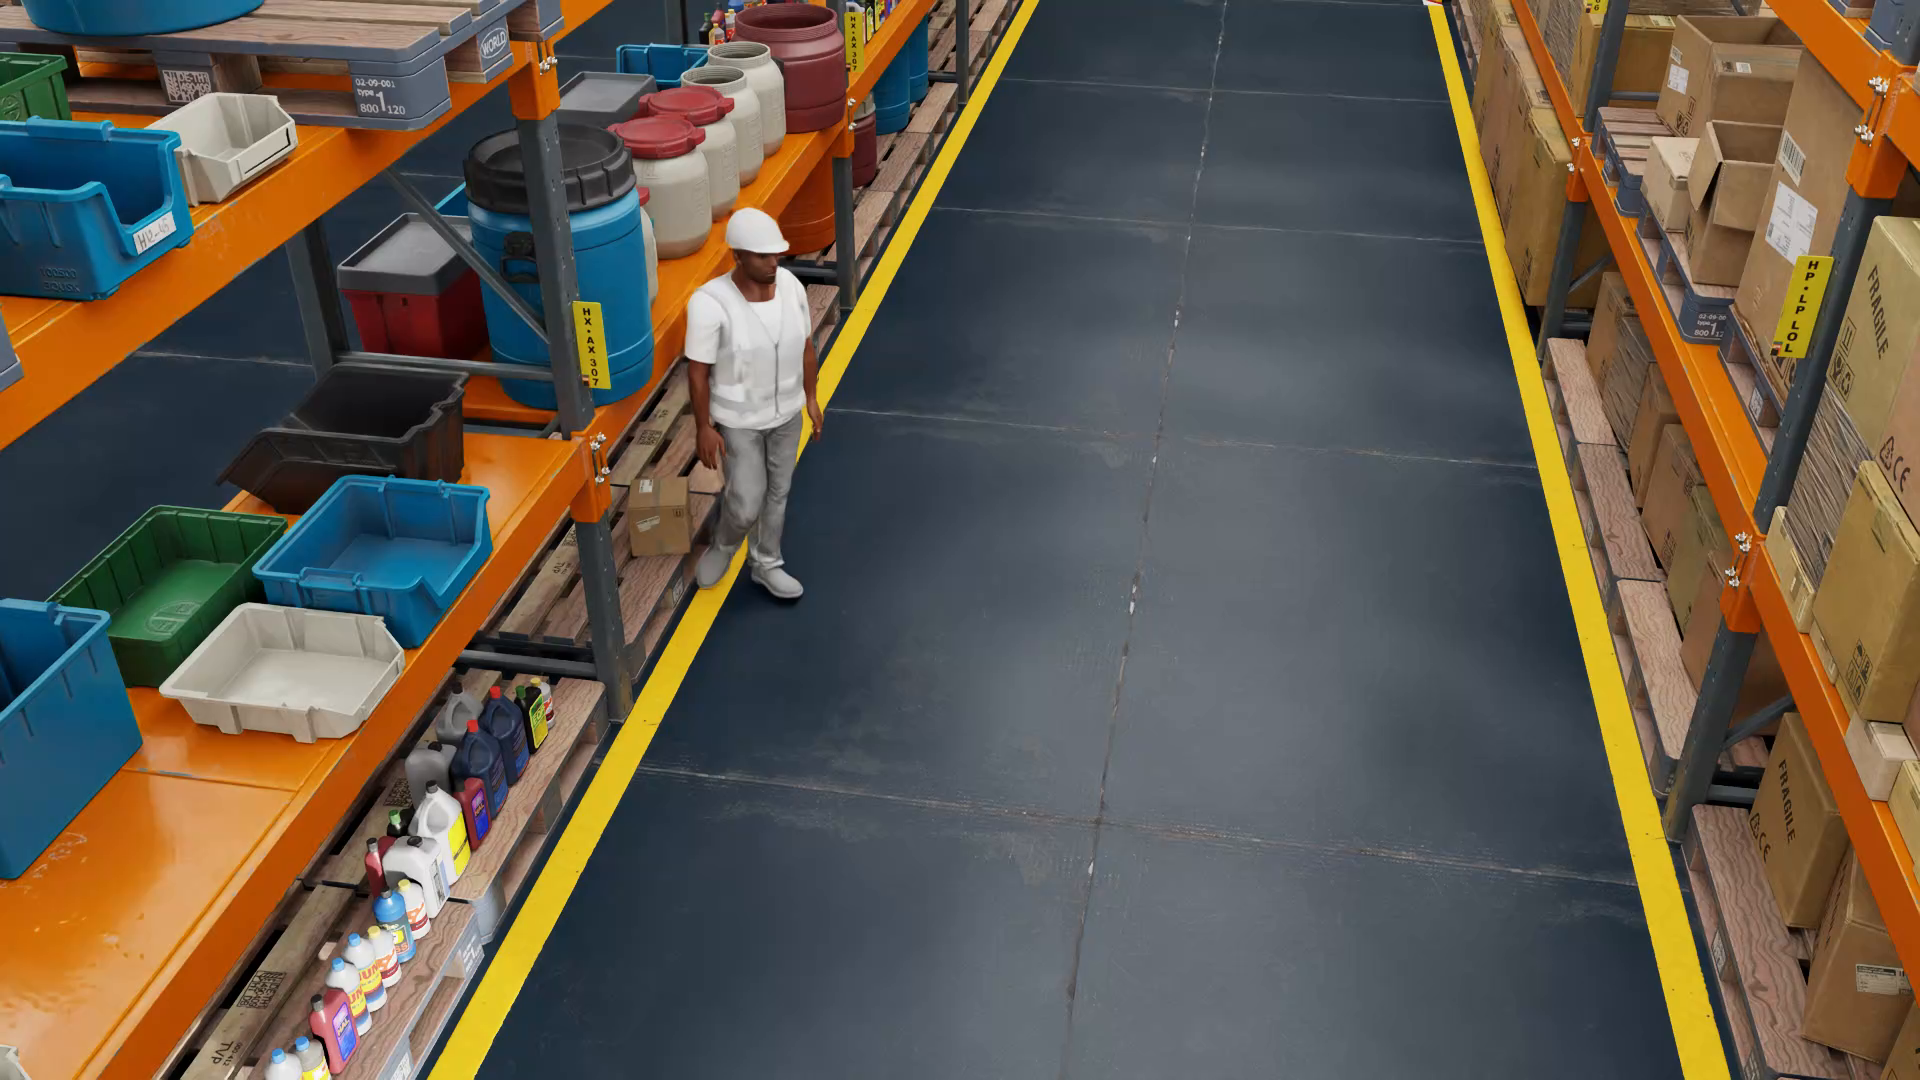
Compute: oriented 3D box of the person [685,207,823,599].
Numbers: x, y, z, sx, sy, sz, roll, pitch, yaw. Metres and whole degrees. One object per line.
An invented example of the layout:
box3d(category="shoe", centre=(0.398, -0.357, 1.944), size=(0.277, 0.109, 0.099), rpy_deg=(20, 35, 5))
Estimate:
box3d(category="person", centre=(-0.879, -0.552, 6.952), size=(0.602, 1.761, 0.481), rpy_deg=(-26, 40, -35))
